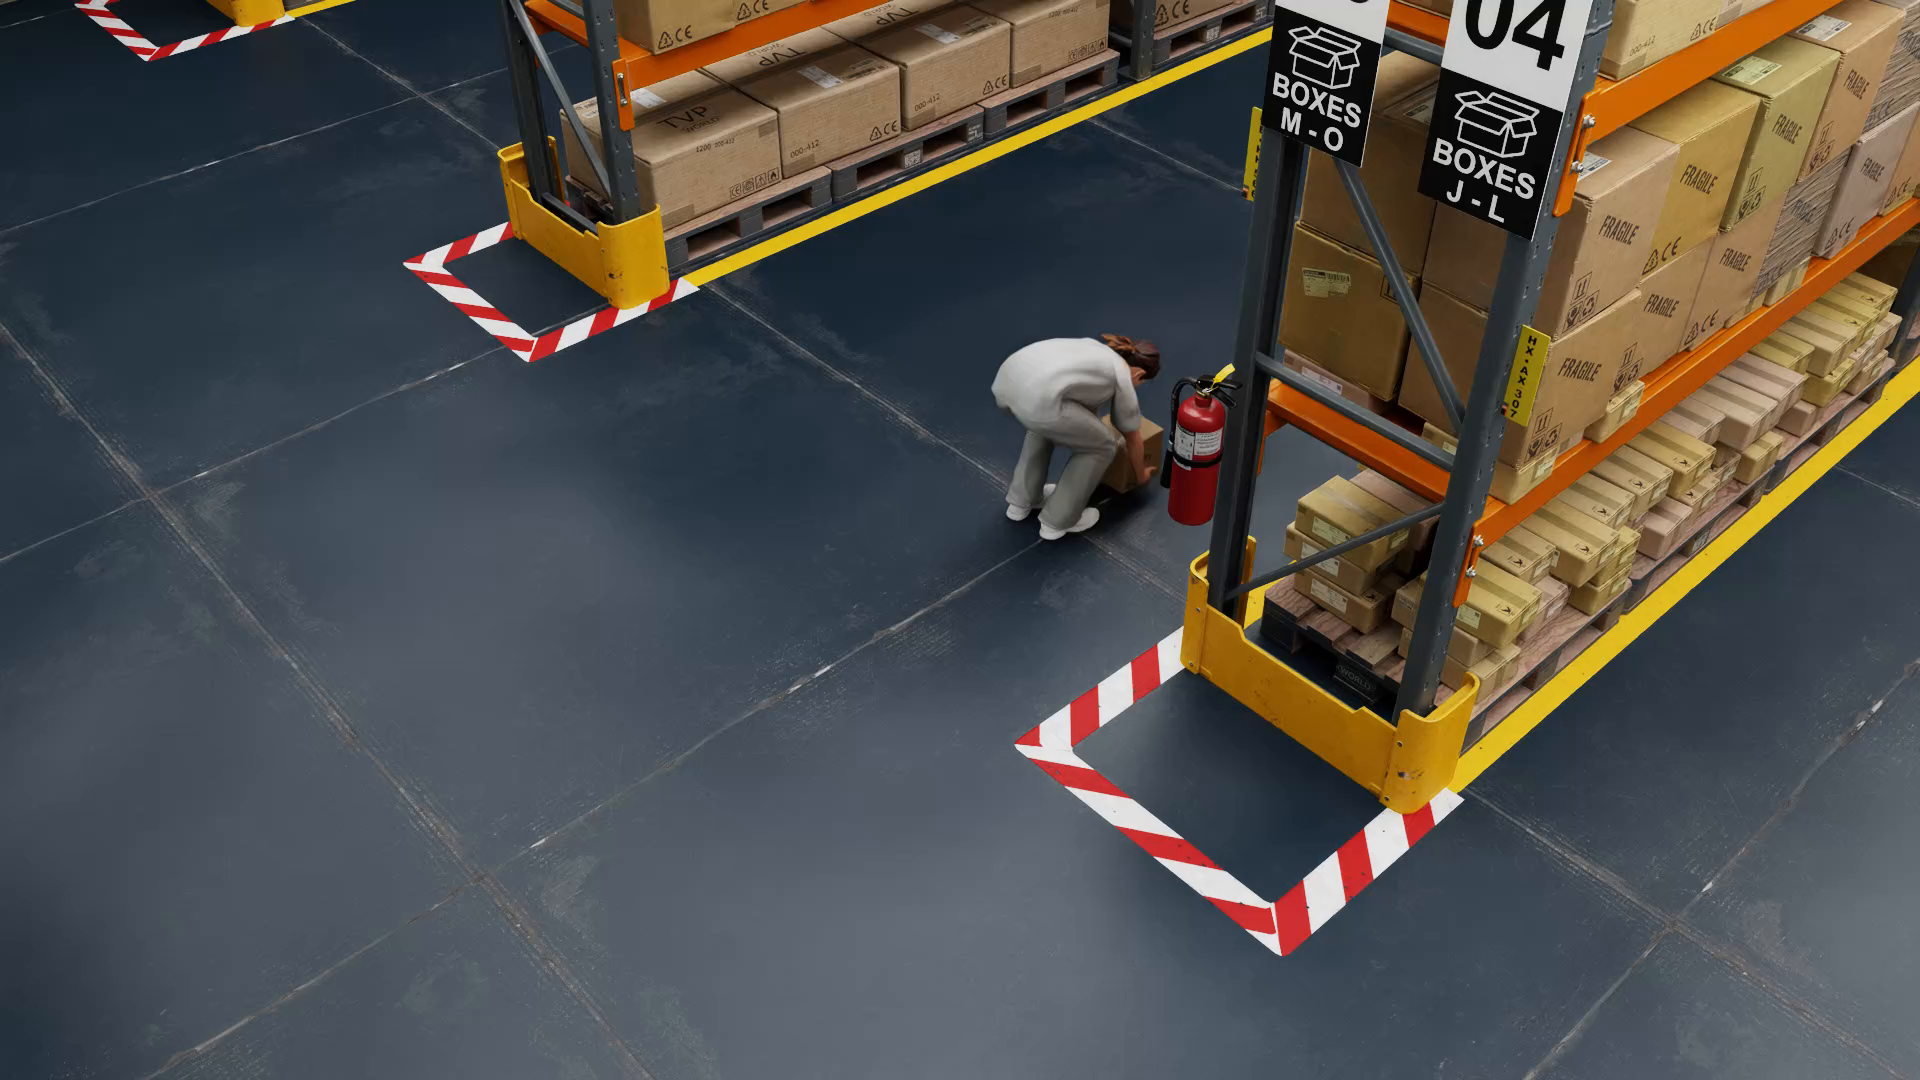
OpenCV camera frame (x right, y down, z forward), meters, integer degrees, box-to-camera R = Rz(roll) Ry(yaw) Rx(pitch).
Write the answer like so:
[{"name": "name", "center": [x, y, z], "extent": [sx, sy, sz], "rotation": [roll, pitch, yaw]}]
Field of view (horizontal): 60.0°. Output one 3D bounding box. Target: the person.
[{"name": "person", "center": [0.529, -0.511, 7.340], "extent": [0.853, 0.937, 0.457], "rotation": [-26, 46, -27]}]
